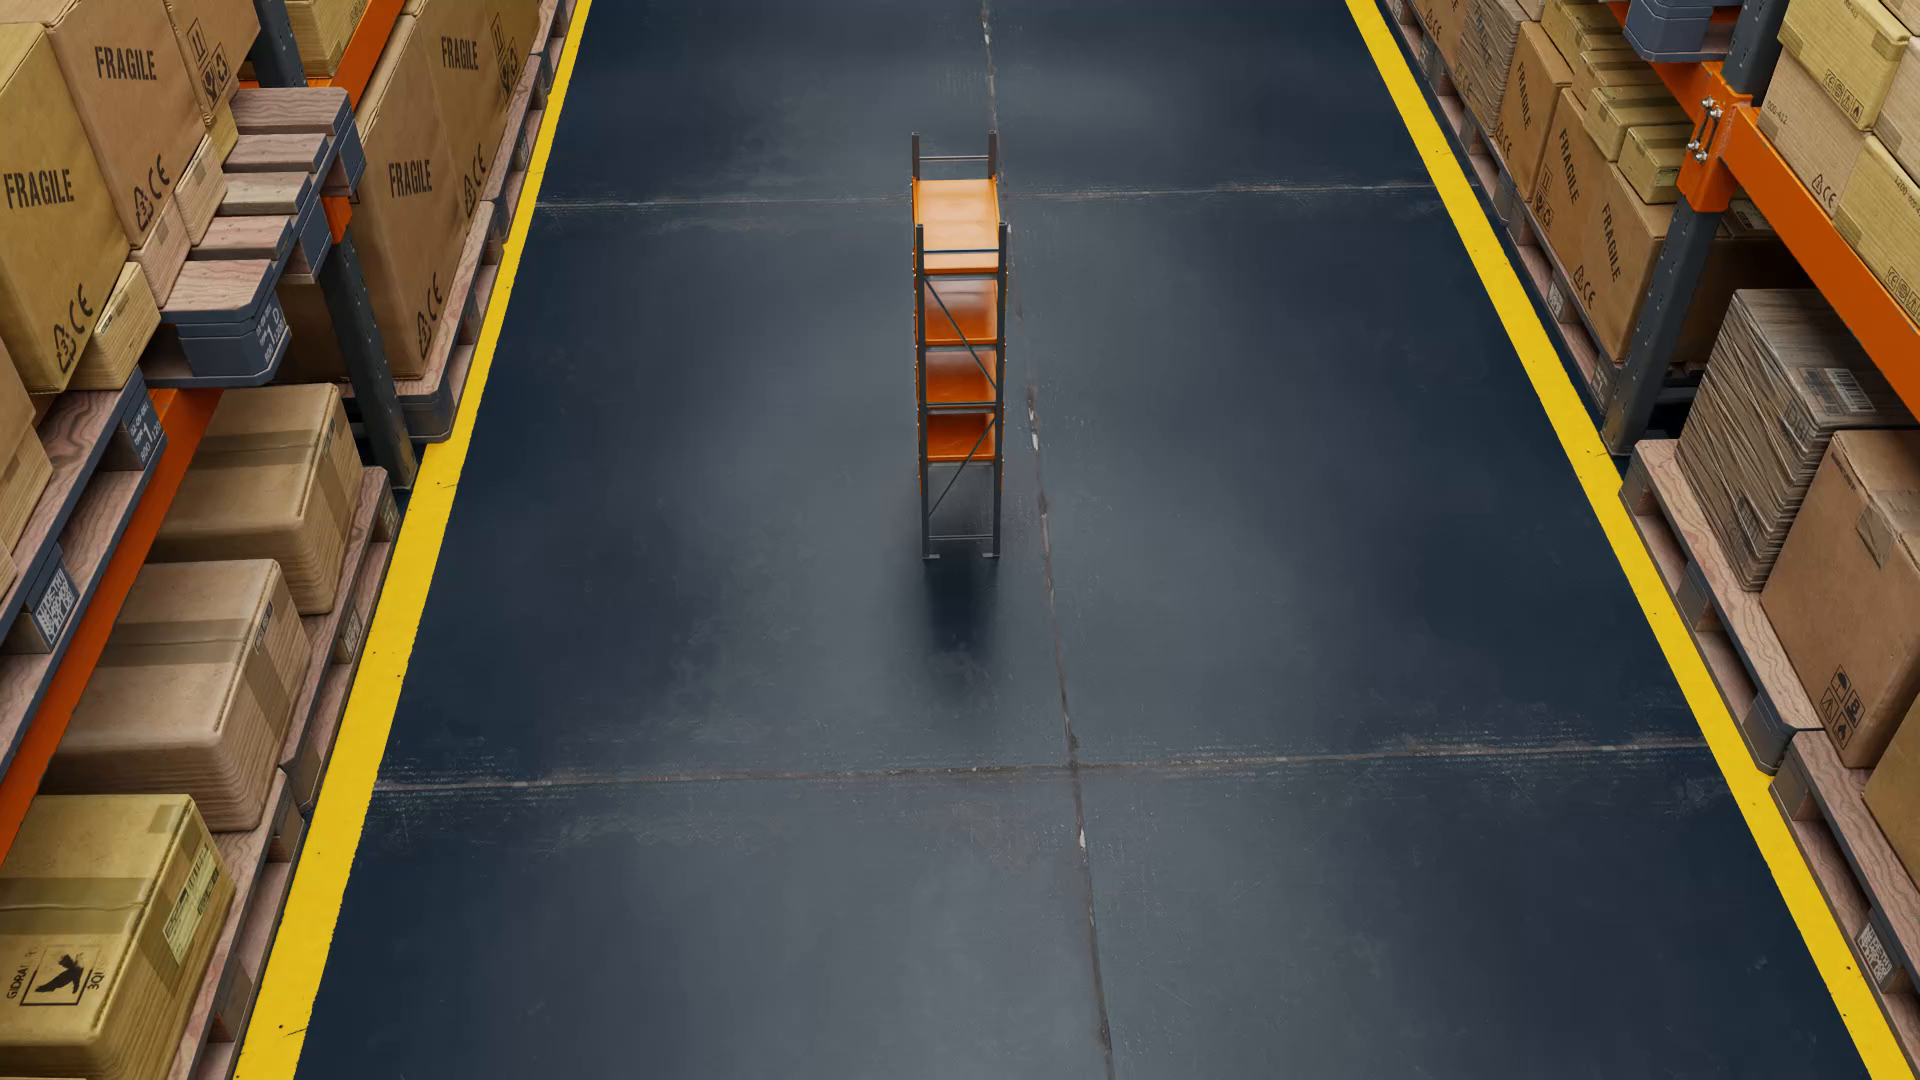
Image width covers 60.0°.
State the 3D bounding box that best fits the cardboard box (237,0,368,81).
[{"bbox_3d":[-2.060,-1.572,4.856,0.500,0.250,0.500,-2,43,-3],"label":"cardboard box"}]

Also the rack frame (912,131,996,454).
[{"bbox_3d":[-0.017,-0.719,5.146,0.240,1.200,0.015,-2,43,-2],"label":"rack frame"}]

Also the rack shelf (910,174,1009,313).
[{"bbox_3d":[-0.007,-0.844,4.701,0.258,0.148,0.480,-2,43,-2],"label":"rack shelf"}]

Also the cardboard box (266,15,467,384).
[{"bbox_3d":[-2.237,-1.130,5.524,0.875,0.875,0.875,-2,43,-2],"label":"cardboard box"}]

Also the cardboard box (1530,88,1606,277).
[{"bbox_3d":[2.425,-1.285,5.971,0.500,0.500,0.500,-2,43,-2],"label":"cardboard box"}]

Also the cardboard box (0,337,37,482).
[{"bbox_3d":[-1.916,-0.234,2.680,0.500,0.500,0.500,-3,43,-4],"label":"cardboard box"}]

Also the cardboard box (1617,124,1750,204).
[{"bbox_3d":[2.394,-1.233,5.434,0.380,0.149,0.250,-4,43,-4],"label":"cardboard box"}]

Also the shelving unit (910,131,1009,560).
[{"bbox_3d":[-0.007,-0.554,4.967,0.258,1.200,0.503,-2,43,-2],"label":"shelving unit"}]

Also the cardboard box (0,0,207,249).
[{"bbox_3d":[-1.961,-0.943,3.454,0.500,0.500,0.500,-2,43,-2],"label":"cardboard box"}]

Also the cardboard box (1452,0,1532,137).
[{"bbox_3d":[2.359,-1.989,6.739,0.500,0.500,0.500,-3,43,-3],"label":"cardboard box"}]

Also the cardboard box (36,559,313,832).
[{"bbox_3d":[-2.237,0.404,4.223,0.950,0.372,0.625,-2,43,-3],"label":"cardboard box"}]

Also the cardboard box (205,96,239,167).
[{"bbox_3d":[-1.958,-0.958,3.951,0.380,0.149,0.250,-1,43,-1],"label":"cardboard box"}]

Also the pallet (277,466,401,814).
[{"bbox_3d":[-2.259,0.266,4.804,1.003,0.211,1.213,-2,43,-2],"label":"pallet"}]

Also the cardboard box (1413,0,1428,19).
[{"bbox_3d":[2.327,-2.676,7.489,0.500,0.500,0.500,-2,43,-2],"label":"cardboard box"}]

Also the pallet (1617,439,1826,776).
[{"bbox_3d":[2.664,0.150,4.930,1.003,0.211,1.213,-2,43,-2],"label":"pallet"}]

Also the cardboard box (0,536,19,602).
[{"bbox_3d":[-1.856,0.086,2.812,0.380,0.149,0.250,0,43,0],"label":"cardboard box"}]

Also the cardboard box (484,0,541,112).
[{"bbox_3d":[-2.308,-2.336,6.840,0.875,0.875,0.875,-1,43,-1],"label":"cardboard box"}]

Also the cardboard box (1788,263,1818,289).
[{"bbox_3d":[2.930,-0.960,5.617,0.500,0.500,0.500,0,43,0],"label":"cardboard box"}]

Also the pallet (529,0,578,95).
[{"bbox_3d":[-2.353,-2.443,7.759,1.003,0.211,1.213,-2,43,-2],"label":"pallet"}]

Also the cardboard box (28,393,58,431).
[{"bbox_3d":[-1.990,-0.261,3.190,0.380,0.149,0.250,-1,43,-1],"label":"cardboard box"}]

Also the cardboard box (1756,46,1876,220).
[{"bbox_3d":[2.443,-1.073,4.311,0.500,0.250,0.500,-1,43,-2],"label":"cardboard box"}]

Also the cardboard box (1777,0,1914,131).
[{"bbox_3d":[2.418,-1.256,4.142,0.500,0.250,0.500,-2,43,-2],"label":"cardboard box"}]

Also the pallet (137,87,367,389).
[{"bbox_3d":[-2.154,-0.741,3.980,1.213,0.211,1.003,-2,43,-2],"label":"pallet"}]

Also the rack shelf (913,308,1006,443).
[{"bbox_3d":[-0.007,-0.504,5.012,0.258,0.148,0.480,-2,43,-2],"label":"rack shelf"}]

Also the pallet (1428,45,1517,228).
[{"bbox_3d":[2.625,-1.733,6.985,1.003,0.211,1.213,-2,43,-2],"label":"pallet"}]

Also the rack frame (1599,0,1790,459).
[{"bbox_3d":[2.668,-1.434,4.595,1.000,3.000,0.127,-2,43,-2],"label":"rack frame"}]

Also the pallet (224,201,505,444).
[{"bbox_3d":[-2.249,-0.796,5.962,1.003,0.211,1.213,-2,43,-2],"label":"pallet"}]

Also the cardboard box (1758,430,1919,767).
[{"bbox_3d":[2.717,0.148,4.315,0.875,0.625,0.625,0,43,0],"label":"cardboard box"}]

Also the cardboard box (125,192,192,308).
[{"bbox_3d":[-1.900,-0.619,3.581,0.380,0.149,0.250,-4,43,-4],"label":"cardboard box"}]

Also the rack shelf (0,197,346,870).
[{"bbox_3d":[-2.206,0.326,3.207,1.077,0.370,4.000,-2,43,-2],"label":"rack shelf"}]

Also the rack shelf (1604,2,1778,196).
[{"bbox_3d":[2.583,-2.519,6.311,1.077,0.370,4.000,-2,43,-2],"label":"rack shelf"}]

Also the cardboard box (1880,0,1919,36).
[{"bbox_3d":[2.400,-1.307,3.902,0.380,0.149,0.250,-1,43,-1],"label":"cardboard box"}]

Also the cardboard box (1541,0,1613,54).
[{"bbox_3d":[2.408,-1.943,6.209,0.380,0.149,0.250,-2,43,-2],"label":"cardboard box"}]

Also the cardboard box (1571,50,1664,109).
[{"bbox_3d":[2.385,-1.595,5.830,0.380,0.149,0.250,-3,43,-3],"label":"cardboard box"}]

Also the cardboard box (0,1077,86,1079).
[{"bbox_3d":[-2.180,1.385,3.153,0.950,0.372,0.625,1,43,1],"label":"cardboard box"}]
